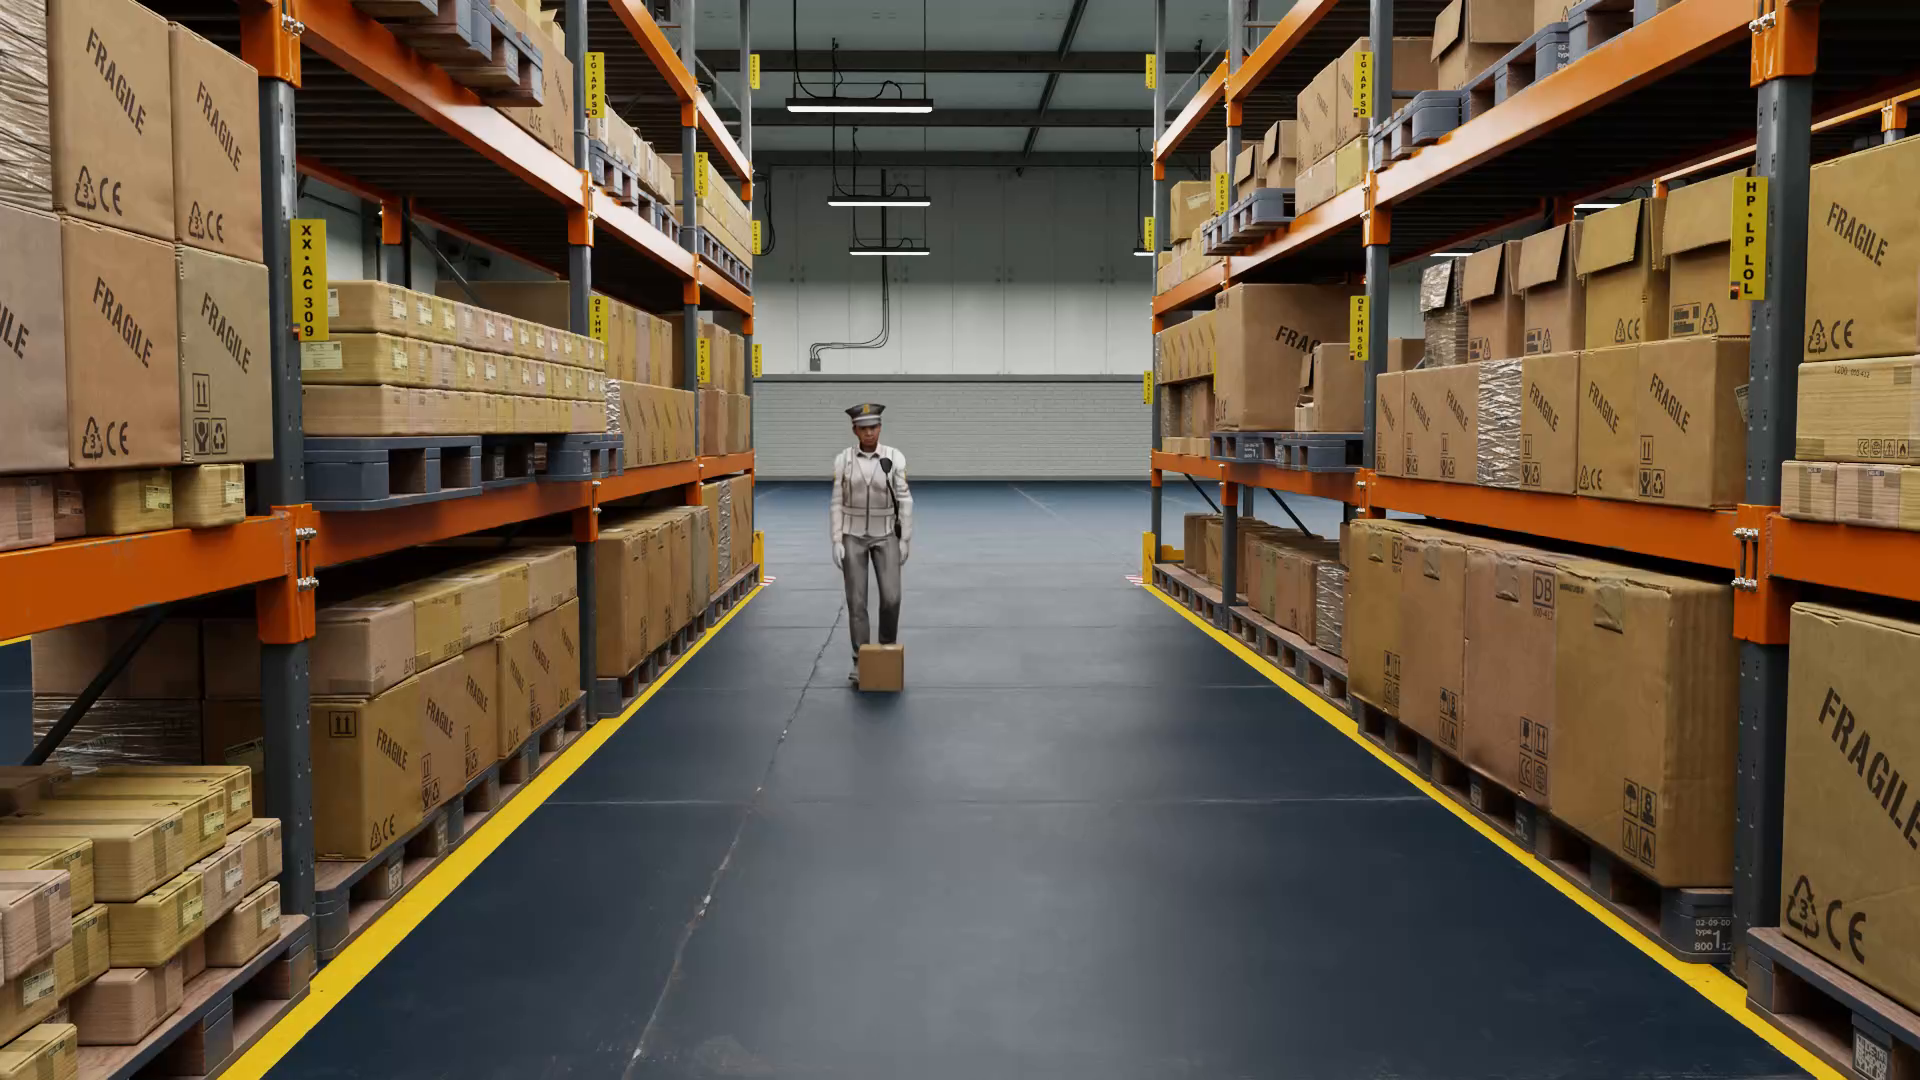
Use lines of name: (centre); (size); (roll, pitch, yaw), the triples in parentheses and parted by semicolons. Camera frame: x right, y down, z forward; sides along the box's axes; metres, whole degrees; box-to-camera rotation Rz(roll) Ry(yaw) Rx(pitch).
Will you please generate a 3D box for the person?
person: (-0.532, 0.008, 10.021); (0.497, 1.659, 0.448); (0, 4, 2)
